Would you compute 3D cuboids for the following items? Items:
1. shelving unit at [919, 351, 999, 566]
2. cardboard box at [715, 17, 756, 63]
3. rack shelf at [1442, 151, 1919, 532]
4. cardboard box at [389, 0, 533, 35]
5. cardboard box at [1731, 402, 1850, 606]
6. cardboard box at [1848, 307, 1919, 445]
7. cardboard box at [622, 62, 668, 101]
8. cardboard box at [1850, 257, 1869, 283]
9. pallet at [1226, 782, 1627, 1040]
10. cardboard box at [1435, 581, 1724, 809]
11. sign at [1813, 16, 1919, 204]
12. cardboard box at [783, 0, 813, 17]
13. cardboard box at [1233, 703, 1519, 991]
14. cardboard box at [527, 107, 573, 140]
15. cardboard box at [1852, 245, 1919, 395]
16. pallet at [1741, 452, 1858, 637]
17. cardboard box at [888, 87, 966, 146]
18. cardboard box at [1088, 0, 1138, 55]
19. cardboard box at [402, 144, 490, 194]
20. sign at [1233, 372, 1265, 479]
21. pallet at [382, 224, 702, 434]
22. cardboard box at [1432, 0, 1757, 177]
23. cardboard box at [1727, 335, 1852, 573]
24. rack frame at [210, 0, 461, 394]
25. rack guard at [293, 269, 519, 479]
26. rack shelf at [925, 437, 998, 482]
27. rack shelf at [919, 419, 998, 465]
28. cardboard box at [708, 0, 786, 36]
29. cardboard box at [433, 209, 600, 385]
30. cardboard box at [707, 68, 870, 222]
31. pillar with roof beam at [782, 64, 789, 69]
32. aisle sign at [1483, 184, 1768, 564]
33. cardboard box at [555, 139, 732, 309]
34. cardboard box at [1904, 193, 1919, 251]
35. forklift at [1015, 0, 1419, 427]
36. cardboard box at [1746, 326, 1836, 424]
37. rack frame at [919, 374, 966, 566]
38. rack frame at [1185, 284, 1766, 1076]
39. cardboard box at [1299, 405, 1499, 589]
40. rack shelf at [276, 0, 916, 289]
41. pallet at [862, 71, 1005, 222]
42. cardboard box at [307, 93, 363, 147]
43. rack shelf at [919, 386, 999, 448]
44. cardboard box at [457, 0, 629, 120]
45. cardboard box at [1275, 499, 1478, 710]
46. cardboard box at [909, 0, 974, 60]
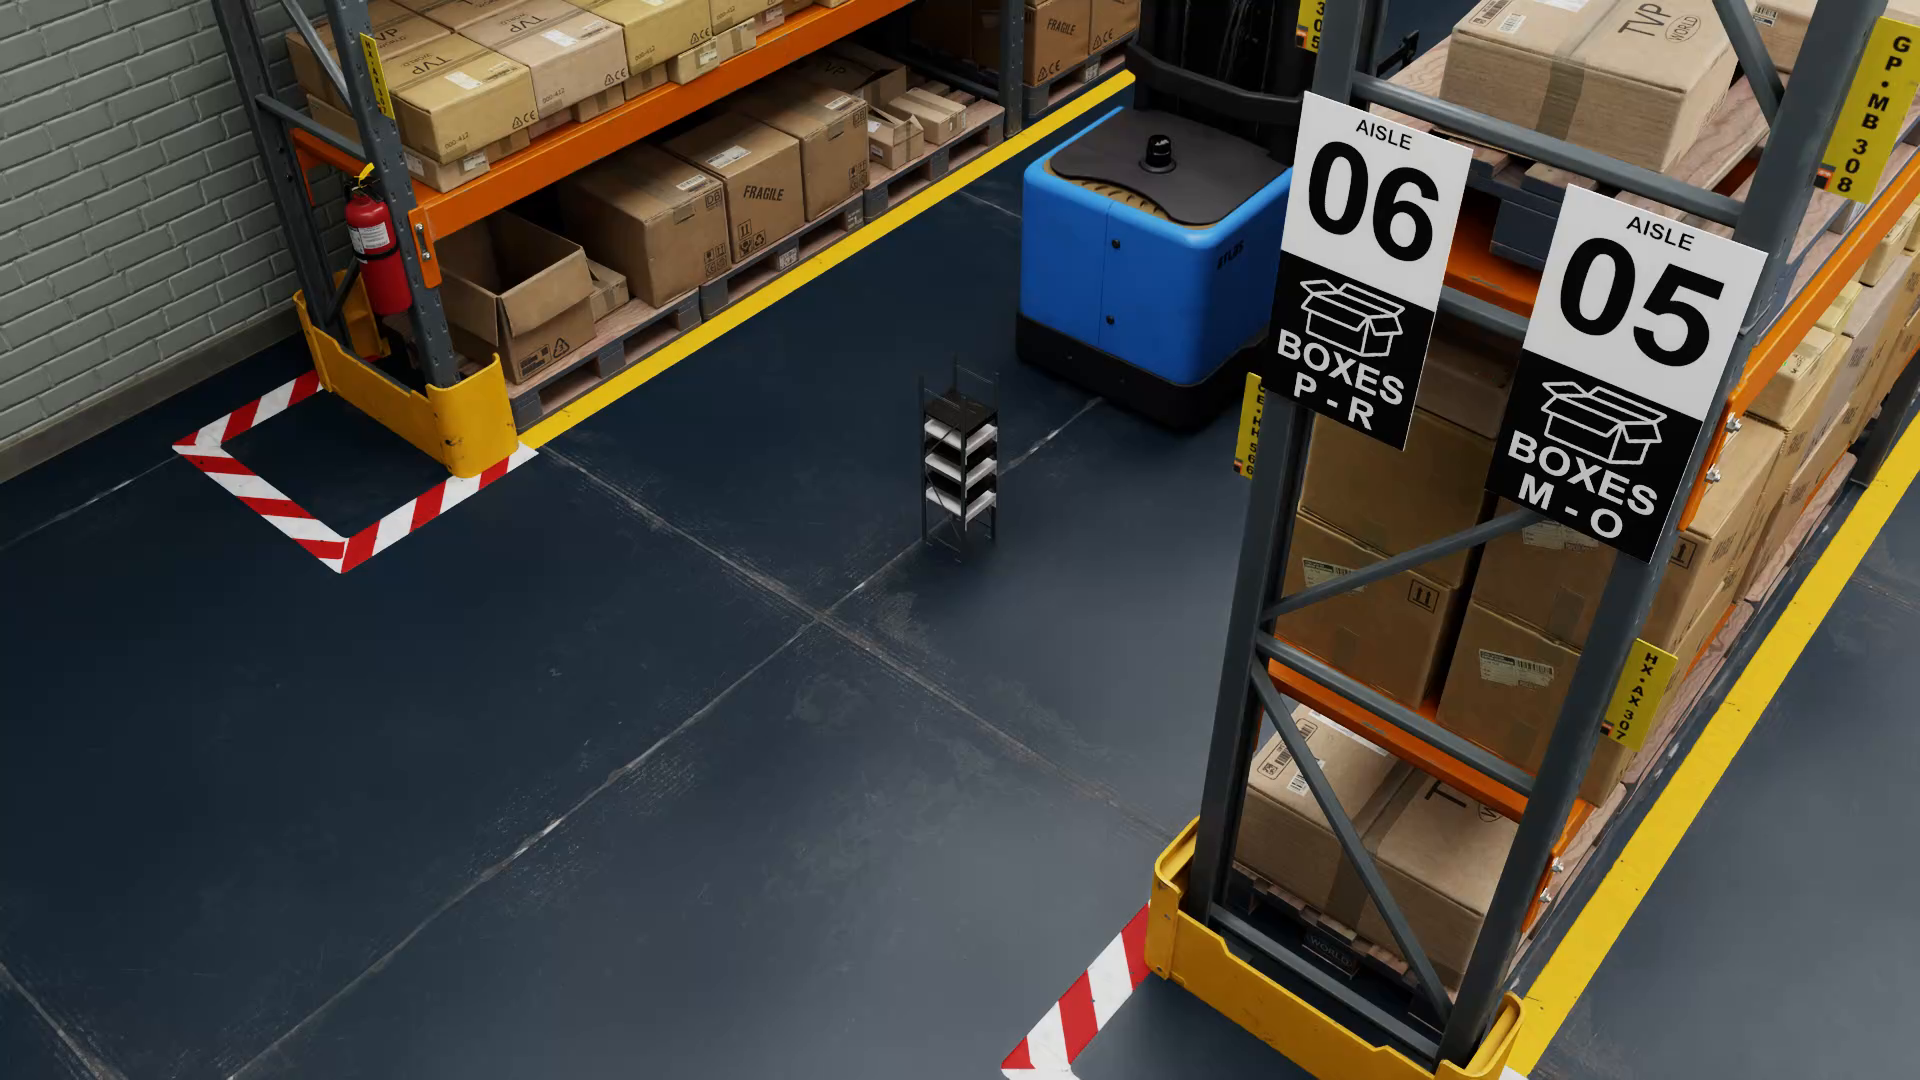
[{"bbox_3d":[-0.005,-0.329,6.943,0.258,0.900,0.210,29,50,28],"label":"shelving unit"},{"bbox_3d":[-1.186,-2.417,7.865,0.380,0.149,0.250,31,50,29],"label":"cardboard box"},{"bbox_3d":[2.460,-1.399,4.864,1.077,0.370,4.000,29,50,28],"label":"rack shelf"},{"bbox_3d":[-2.203,-2.344,7.489,0.500,0.250,0.500,30,50,29],"label":"cardboard box"},{"bbox_3d":[2.347,-0.212,5.179,0.500,0.500,0.500,29,50,28],"label":"cardboard box"},{"bbox_3d":[3.005,-0.740,5.760,0.500,0.500,0.500,29,50,28],"label":"cardboard box"},{"bbox_3d":[-1.560,-2.175,7.599,0.380,0.149,0.250,30,50,29],"label":"cardboard box"},{"bbox_3d":[2.267,-0.787,4.586,0.380,0.149,0.250,30,50,29],"label":"cardboard box"},{"bbox_3d":[1.628,1.060,5.927,1.003,0.211,1.213,29,50,28],"label":"pallet"},{"bbox_3d":[1.702,0.314,4.600,0.500,0.500,0.500,29,50,28],"label":"cardboard box"},{"bbox_3d":[1.594,-0.745,2.901,0.100,0.325,0.005,29,50,28],"label":"sign"},{"bbox_3d":[-0.950,-2.727,8.206,0.380,0.149,0.250,30,50,29],"label":"cardboard box"},{"bbox_3d":[1.521,0.884,5.641,0.875,0.438,0.875,28,49,27],"label":"cardboard box"},{"bbox_3d":[-1.936,-1.932,7.332,0.380,0.149,0.250,29,50,28],"label":"cardboard box"},{"bbox_3d":[2.673,-0.851,5.139,0.500,0.500,0.500,30,50,29],"label":"cardboard box"},{"bbox_3d":[3.198,-0.196,7.309,1.003,0.211,1.213,29,50,28],"label":"pallet"},{"bbox_3d":[-0.188,-2.419,9.488,0.380,0.149,0.250,28,49,27],"label":"cardboard box"},{"bbox_3d":[0.765,-3.393,10.298,0.500,0.500,0.500,29,50,28],"label":"cardboard box"},{"bbox_3d":[-2.207,-1.630,7.000,0.380,0.149,0.250,29,50,28],"label":"cardboard box"},{"bbox_3d":[0.767,-0.284,4.296,0.100,0.325,0.005,29,50,28],"label":"sign"},{"bbox_3d":[-2.067,-1.091,8.293,1.003,0.211,1.213,29,50,28],"label":"pallet"},{"bbox_3d":[1.394,-1.043,3.663,0.500,0.250,0.500,25,48,25],"label":"cardboard box"},{"bbox_3d":[2.027,-0.326,4.561,0.500,0.500,0.500,28,49,27],"label":"cardboard box"},{"bbox_3d":[-2.628,-1.673,6.860,1.000,3.000,0.127,29,50,28],"label":"rack frame"},{"bbox_3d":[-2.579,-0.787,7.744,1.175,0.500,0.348,29,50,28],"label":"rack guard"},{"bbox_3d":[-0.005,-0.371,6.905,0.258,0.077,0.200,29,50,28],"label":"rack shelf"},{"bbox_3d":[-0.005,-0.437,6.844,0.258,0.077,0.200,29,50,28],"label":"rack shelf"},{"bbox_3d":[-1.169,-2.639,7.813,0.500,0.250,0.500,28,49,27],"label":"cardboard box"},{"bbox_3d":[-2.162,-1.179,7.860,0.797,0.503,0.637,28,49,27],"label":"cardboard box"},{"bbox_3d":[-0.914,-2.135,8.914,0.700,0.500,0.500,28,49,27],"label":"cardboard box"},{"bbox_3d":[2.103,-4.120,5.092,9.100,9.000,0.400,29,50,28],"label":"pillar with roof beam"},{"bbox_3d":[1.349,-0.325,3.445,0.394,0.787,0.004,29,50,28],"label":"aisle sign"},{"bbox_3d":[-1.582,-1.601,8.327,0.700,0.500,0.500,32,51,30],"label":"cardboard box"},{"bbox_3d":[2.644,-1.016,4.838,0.380,0.149,0.250,28,49,28],"label":"cardboard box"},{"bbox_3d":[1.585,-2.539,7.864,1.130,2.935,3.031,28,49,28],"label":"forklift"},{"bbox_3d":[1.983,-0.486,4.255,0.380,0.149,0.250,31,51,30],"label":"cardboard box"},{"bbox_3d":[-0.071,-0.276,6.885,0.240,0.900,0.006,29,50,28],"label":"rack frame"},{"bbox_3d":[1.173,0.474,4.499,1.000,3.000,0.127,29,50,28],"label":"rack frame"},{"bbox_3d":[1.301,-0.284,4.515,0.500,0.500,0.500,31,51,30],"label":"cardboard box"},{"bbox_3d":[-1.341,-2.437,8.235,1.077,0.370,4.000,29,50,28],"label":"rack shelf"},{"bbox_3d":[-0.497,-2.348,9.675,1.003,0.211,1.213,29,50,28],"label":"pallet"},{"bbox_3d":[-2.620,-1.867,7.260,0.380,0.149,0.250,29,50,28],"label":"cardboard box"},{"bbox_3d":[-0.005,-0.504,6.783,0.258,0.077,0.200,29,50,28],"label":"rack shelf"},{"bbox_3d":[-1.806,-2.104,7.225,0.500,0.250,0.500,30,50,29],"label":"cardboard box"},{"bbox_3d":[1.281,0.074,4.864,0.500,0.500,0.500,30,50,29],"label":"cardboard box"},{"bbox_3d":[0.036,-3.344,10.244,0.500,0.500,0.500,29,50,28],"label":"cardboard box"}]
